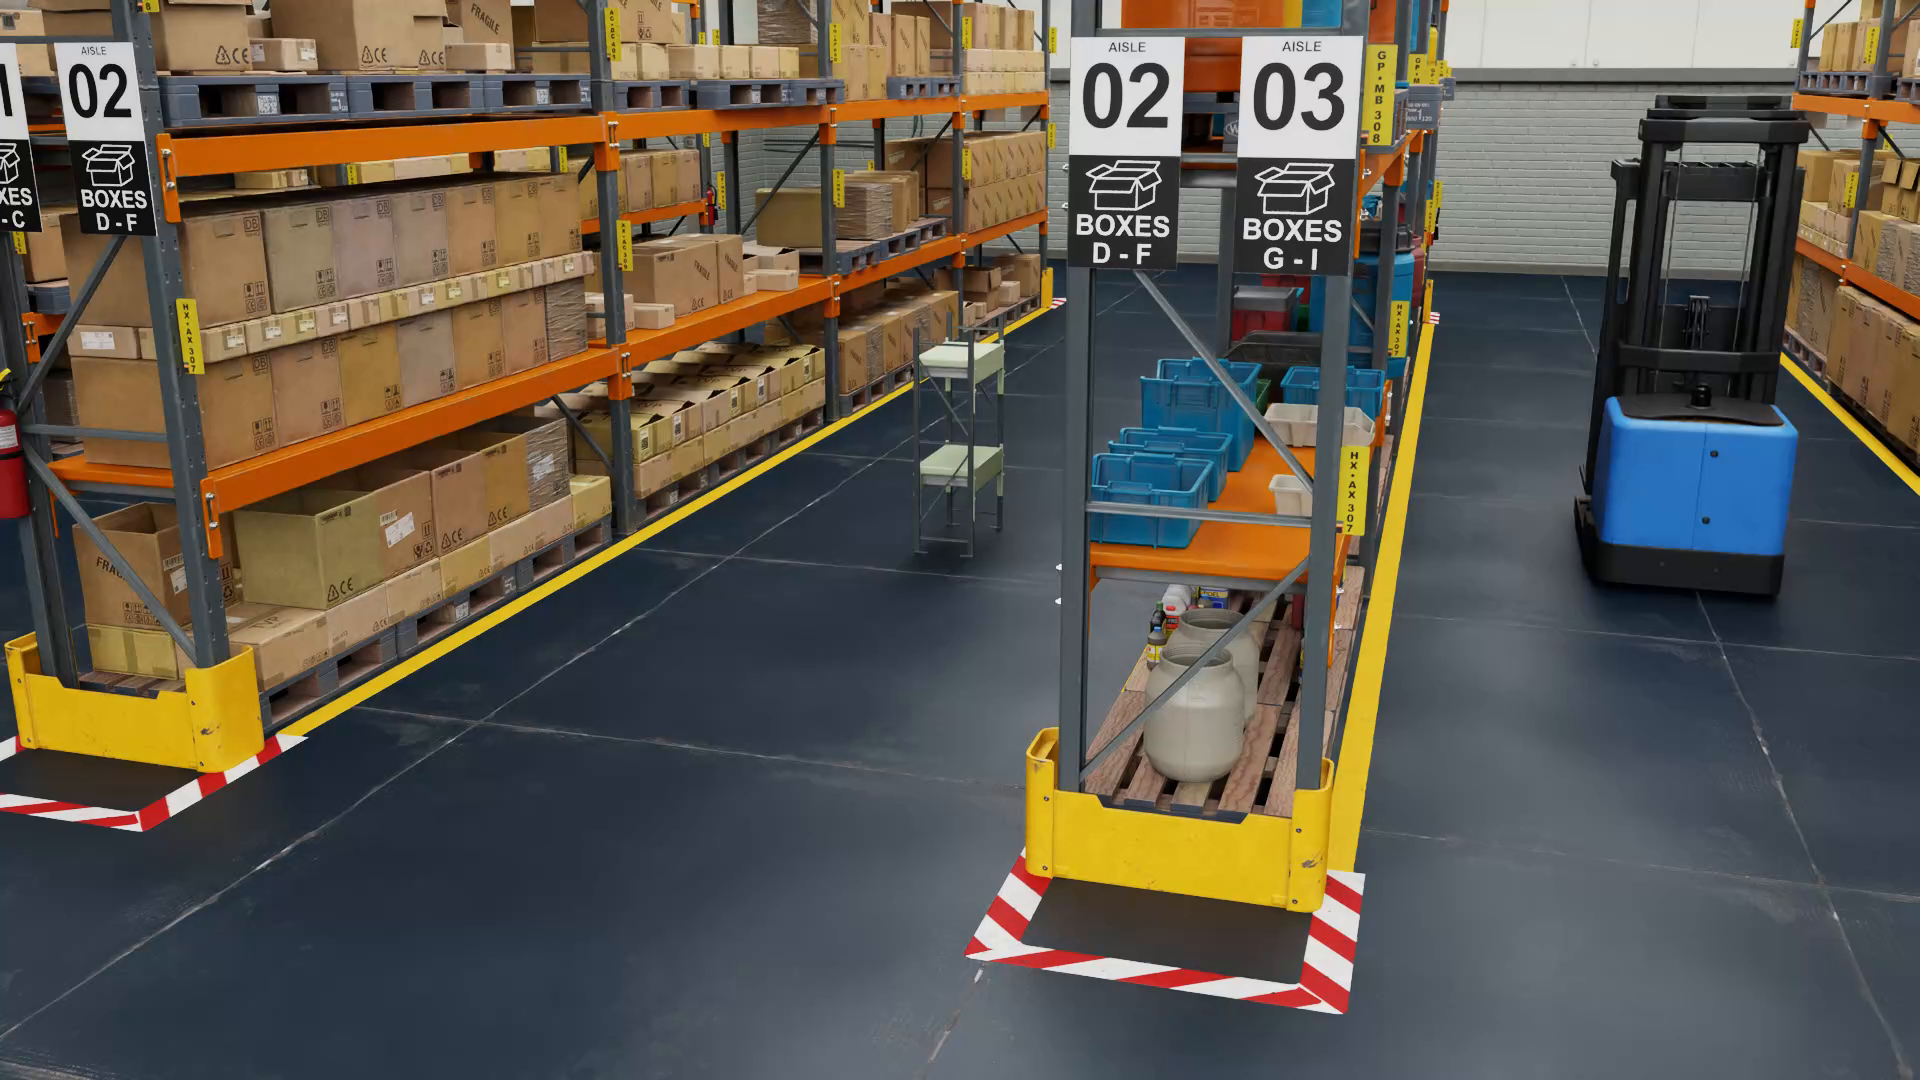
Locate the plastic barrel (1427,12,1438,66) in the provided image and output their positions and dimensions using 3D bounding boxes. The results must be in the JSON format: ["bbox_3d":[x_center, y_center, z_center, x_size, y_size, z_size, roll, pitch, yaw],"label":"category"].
[{"bbox_3d":[4.224,-4.708,15.820,0.600,0.588,0.600,0,16,0],"label":"plastic barrel"}]

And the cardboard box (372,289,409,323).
[{"bbox_3d":[-3.187,-1.256,8.888,0.380,0.149,0.250,4,16,15],"label":"cardboard box"}]

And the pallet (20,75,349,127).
[{"bbox_3d":[-3.644,-2.056,7.746,1.003,0.211,1.213,5,16,16],"label":"pallet"}]

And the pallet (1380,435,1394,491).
[{"bbox_3d":[2.895,-0.639,13.197,1.003,0.211,1.213,5,16,16],"label":"pallet"}]

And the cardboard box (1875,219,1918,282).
[{"bbox_3d":[8.383,-2.528,14.560,0.500,0.500,0.500,4,16,15],"label":"cardboard box"}]

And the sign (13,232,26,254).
[{"bbox_3d":[-6.961,-2.279,12.280,0.100,0.325,0.005,5,16,16],"label":"sign"}]

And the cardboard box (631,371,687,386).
[{"bbox_3d":[-2.460,-1.194,13.285,0.500,0.311,0.500,4,16,15],"label":"cardboard box"}]

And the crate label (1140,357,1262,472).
[{"bbox_3d":[1.142,-0.607,7.908,0.502,0.435,0.616,5,16,16],"label":"crate label"}]

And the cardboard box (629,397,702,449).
[{"bbox_3d":[-2.229,-0.887,12.203,0.500,0.311,0.500,4,16,15],"label":"cardboard box"}]

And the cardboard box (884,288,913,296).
[{"bbox_3d":[-0.830,-2.514,18.469,0.500,0.500,0.500,4,16,13],"label":"cardboard box"}]

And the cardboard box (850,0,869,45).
[{"bbox_3d":[-1.176,-4.918,15.660,0.500,0.500,0.500,5,16,16],"label":"cardboard box"}]

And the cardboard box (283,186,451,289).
[{"bbox_3d":[-3.280,-1.681,9.198,0.700,0.500,0.500,5,16,16],"label":"cardboard box"}]

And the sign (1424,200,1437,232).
[{"bbox_3d":[4.816,-3.317,17.020,0.100,0.325,0.005,5,16,16],"label":"sign"}]

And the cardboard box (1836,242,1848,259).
[{"bbox_3d":[8.810,-2.827,16.260,0.380,0.149,0.250,5,17,16],"label":"cardboard box"}]

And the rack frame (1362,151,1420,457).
[{"bbox_3d":[3.152,-2.181,13.520,1.000,3.000,0.127,5,16,16],"label":"rack frame"}]

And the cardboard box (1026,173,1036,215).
[{"bbox_3d":[0.667,-4.432,21.276,0.500,0.500,0.500,5,17,16],"label":"cardboard box"}]

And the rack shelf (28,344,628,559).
[{"bbox_3d":[-3.301,-0.650,9.441,1.077,0.370,4.000,5,16,16],"label":"rack shelf"}]

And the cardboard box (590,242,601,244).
[{"bbox_3d":[-4.691,-3.879,22.130,0.380,0.149,0.250,5,17,16],"label":"cardboard box"}]

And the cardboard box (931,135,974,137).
[{"bbox_3d":[-0.133,-4.691,20.356,0.500,0.500,0.500,4,16,15],"label":"cardboard box"}]

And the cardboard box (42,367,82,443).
[{"bbox_3d":[-7.290,-1.105,13.504,0.700,0.500,0.500,5,17,18],"label":"cardboard box"}]

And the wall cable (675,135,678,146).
[{"bbox_3d":[-4.616,-5.939,24.909,0.084,1.984,1.851,5,16,16],"label":"wall cable"}]

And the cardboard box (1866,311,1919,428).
[{"bbox_3d":[8.378,-1.388,13.849,1.225,0.875,0.875,5,16,16],"label":"cardboard box"}]

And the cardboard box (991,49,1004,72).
[{"bbox_3d":[0.211,-5.592,19.410,0.500,0.250,0.500,5,16,16],"label":"cardboard box"}]

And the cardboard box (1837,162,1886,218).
[{"bbox_3d":[8.912,-3.416,16.230,0.500,0.500,0.500,5,17,17],"label":"cardboard box"}]

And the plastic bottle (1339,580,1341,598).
[{"bbox_3d":[2.054,0.170,9.282,0.144,0.351,0.185,4,16,13],"label":"plastic bottle"}]

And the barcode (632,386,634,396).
[{"bbox_3d":[-2.261,-1.025,11.460,0.001,0.075,0.075,5,16,16],"label":"barcode"}]

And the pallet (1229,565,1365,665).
[{"bbox_3d":[1.785,0.380,9.603,1.003,0.211,1.213,5,16,16],"label":"pallet"}]

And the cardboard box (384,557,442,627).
[{"bbox_3d":[-3.223,0.263,9.174,0.500,0.250,0.500,5,16,16],"label":"cardboard box"}]

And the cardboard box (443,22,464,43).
[{"bbox_3d":[-3.282,-2.936,9.824,0.500,0.311,0.500,4,16,13],"label":"cardboard box"}]

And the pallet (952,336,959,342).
[{"bbox_3d":[-0.654,-2.055,18.187,1.003,0.211,1.213,5,16,16],"label":"pallet"}]

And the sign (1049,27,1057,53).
[{"bbox_3d":[1.204,-6.479,21.556,0.100,0.325,0.005,5,16,16],"label":"sign"}]

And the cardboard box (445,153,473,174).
[{"bbox_3d":[-5.541,-4.015,17.848,0.500,0.250,0.500,4,16,15],"label":"cardboard box"}]

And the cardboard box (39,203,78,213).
[{"bbox_3d":[-7.140,-2.438,13.439,0.700,0.500,0.500,6,17,22],"label":"cardboard box"}]

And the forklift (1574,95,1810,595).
[{"bbox_3d":[4.831,-1.444,11.048,1.130,2.935,3.031,5,17,16],"label":"forklift"}]

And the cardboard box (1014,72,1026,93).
[{"bbox_3d":[0.502,-5.613,20.399,0.500,0.250,0.500,5,16,16],"label":"cardboard box"}]

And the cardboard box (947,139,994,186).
[{"bbox_3d":[0.091,-4.378,19.251,0.500,0.500,0.500,4,16,14],"label":"cardboard box"}]

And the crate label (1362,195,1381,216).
[{"bbox_3d":[5.040,-4.183,20.776,0.416,0.233,0.303,5,16,16],"label":"crate label"}]

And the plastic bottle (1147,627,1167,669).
[{"bbox_3d":[0.980,0.533,8.277,0.097,0.201,0.097,0,16,0],"label":"plastic bottle"}]

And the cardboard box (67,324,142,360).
[{"bbox_3d":[-3.943,-0.948,7.801,0.380,0.149,0.250,4,16,15],"label":"cardboard box"}]

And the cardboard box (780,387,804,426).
[{"bbox_3d":[-1.655,-1.153,14.167,0.500,0.250,0.500,4,16,15],"label":"cardboard box"}]

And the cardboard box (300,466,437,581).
[{"bbox_3d":[-3.234,-0.098,9.074,0.500,0.500,0.500,5,16,16],"label":"cardboard box"}]

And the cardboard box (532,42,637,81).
[{"bbox_3d":[-2.548,-3.253,11.308,0.500,0.250,0.500,6,17,22],"label":"cardboard box"}]

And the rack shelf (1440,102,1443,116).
[{"bbox_3d":[4.857,-4.847,18.743,1.077,0.370,4.000,5,16,16],"label":"rack shelf"}]

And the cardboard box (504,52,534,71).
[{"bbox_3d":[-5.240,-5.814,20.154,0.500,0.250,0.500,5,17,16],"label":"cardboard box"}]

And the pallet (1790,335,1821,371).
[{"bbox_3d":[9.674,-2.014,18.045,1.003,0.211,1.213,5,16,16],"label":"pallet"}]

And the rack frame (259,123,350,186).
[{"bbox_3d":[-6.346,-2.949,16.229,1.000,3.000,0.127,5,16,16],"label":"rack frame"}]

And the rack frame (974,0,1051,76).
[{"bbox_3d":[0.678,-7.545,21.438,1.000,3.000,0.127,5,16,16],"label":"rack frame"}]

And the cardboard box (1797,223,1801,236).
[{"bbox_3d":[9.467,-3.432,18.394,0.380,0.149,0.250,4,16,15],"label":"cardboard box"}]

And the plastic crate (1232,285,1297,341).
[{"bbox_3d":[1.860,-1.315,10.352,0.402,0.464,0.583,5,16,16],"label":"plastic crate"}]

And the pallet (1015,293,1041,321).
[{"bbox_3d":[0.430,-3.088,21.832,1.003,0.211,1.213,5,16,16],"label":"pallet"}]

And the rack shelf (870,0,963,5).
[{"bbox_3d":[-1.027,-5.436,16.057,1.077,0.370,4.000,5,16,16],"label":"rack shelf"}]

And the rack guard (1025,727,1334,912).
[{"bbox_3d":[0.855,1.092,6.565,1.175,0.500,0.348,5,16,16],"label":"rack guard"}]

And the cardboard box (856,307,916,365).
[{"bbox_3d":[-0.758,-2.077,16.929,0.500,0.500,0.500,4,16,14],"label":"cardboard box"}]

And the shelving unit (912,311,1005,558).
[{"bbox_3d":[-0.002,-0.720,11.119,0.431,1.500,0.755,5,16,16],"label":"shelving unit"}]

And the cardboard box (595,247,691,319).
[{"bbox_3d":[-2.349,-1.905,12.364,0.500,0.500,0.500,6,17,20],"label":"cardboard box"}]

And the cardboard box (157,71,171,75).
[{"bbox_3d":[-6.901,-4.055,13.679,0.500,0.500,0.500,4,16,14],"label":"cardboard box"}]
